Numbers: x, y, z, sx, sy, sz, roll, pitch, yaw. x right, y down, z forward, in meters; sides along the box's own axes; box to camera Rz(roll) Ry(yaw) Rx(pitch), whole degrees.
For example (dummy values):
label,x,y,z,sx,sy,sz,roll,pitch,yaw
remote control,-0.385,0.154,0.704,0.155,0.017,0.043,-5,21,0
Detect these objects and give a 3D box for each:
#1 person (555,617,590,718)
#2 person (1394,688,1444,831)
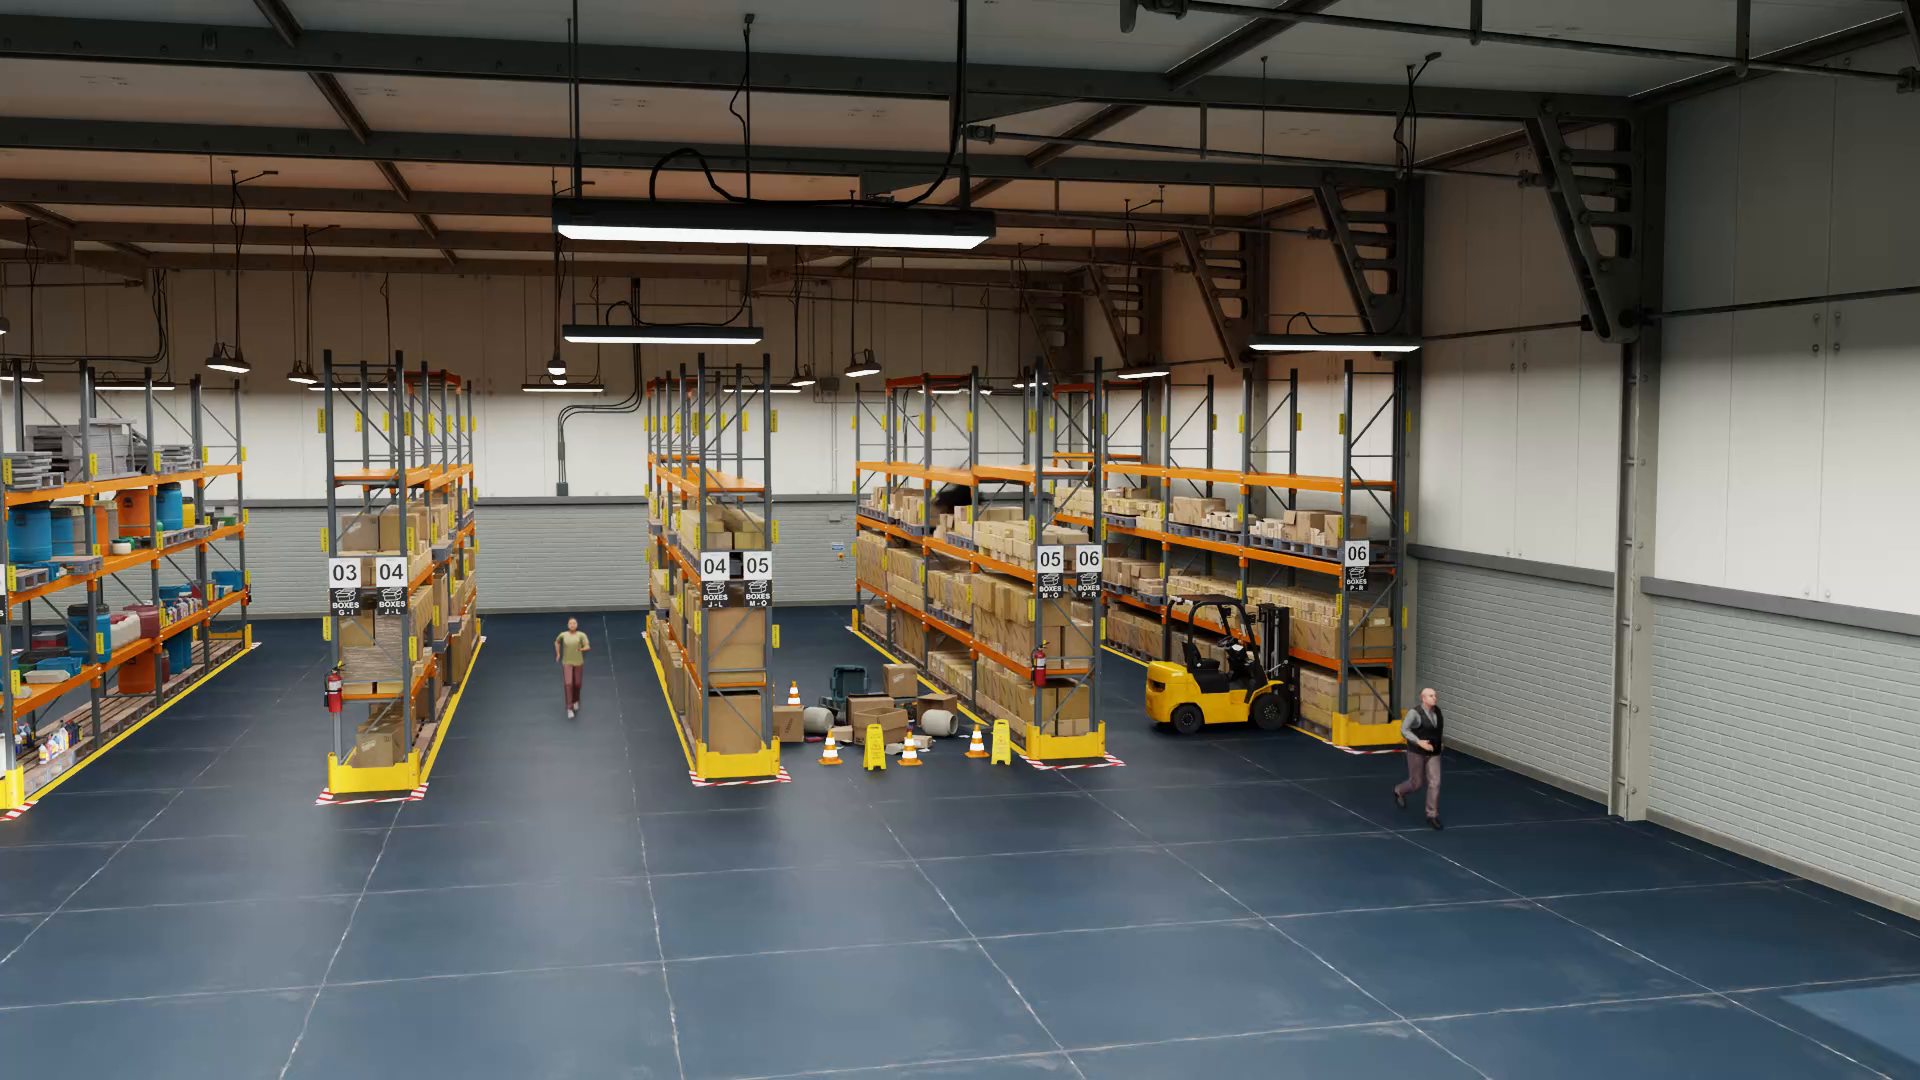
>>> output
label,x,y,z,sx,sy,sz,roll,pitch,yaw
person,-6.644,2.151,28.566,0.564,1.681,0.908,-1,4,-17
person,5.812,2.699,20.903,0.682,1.716,0.964,-2,4,-21
